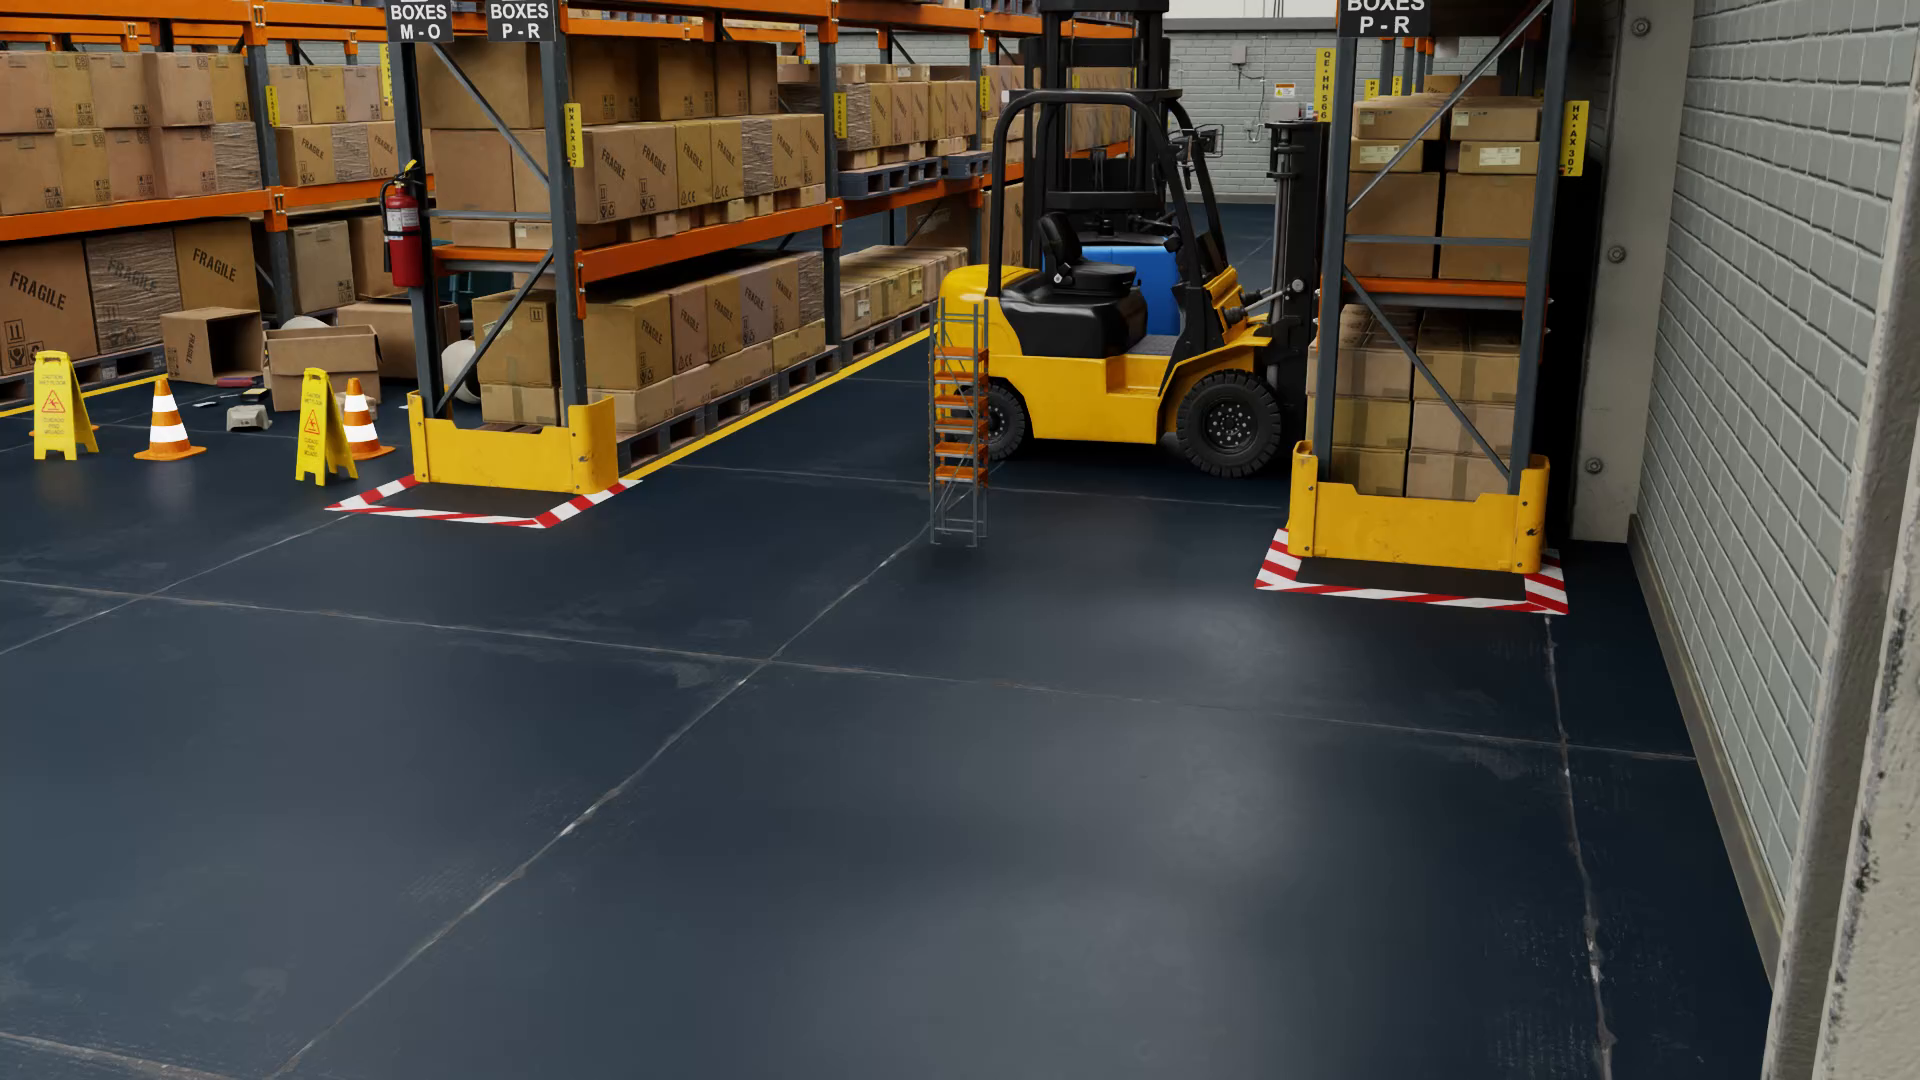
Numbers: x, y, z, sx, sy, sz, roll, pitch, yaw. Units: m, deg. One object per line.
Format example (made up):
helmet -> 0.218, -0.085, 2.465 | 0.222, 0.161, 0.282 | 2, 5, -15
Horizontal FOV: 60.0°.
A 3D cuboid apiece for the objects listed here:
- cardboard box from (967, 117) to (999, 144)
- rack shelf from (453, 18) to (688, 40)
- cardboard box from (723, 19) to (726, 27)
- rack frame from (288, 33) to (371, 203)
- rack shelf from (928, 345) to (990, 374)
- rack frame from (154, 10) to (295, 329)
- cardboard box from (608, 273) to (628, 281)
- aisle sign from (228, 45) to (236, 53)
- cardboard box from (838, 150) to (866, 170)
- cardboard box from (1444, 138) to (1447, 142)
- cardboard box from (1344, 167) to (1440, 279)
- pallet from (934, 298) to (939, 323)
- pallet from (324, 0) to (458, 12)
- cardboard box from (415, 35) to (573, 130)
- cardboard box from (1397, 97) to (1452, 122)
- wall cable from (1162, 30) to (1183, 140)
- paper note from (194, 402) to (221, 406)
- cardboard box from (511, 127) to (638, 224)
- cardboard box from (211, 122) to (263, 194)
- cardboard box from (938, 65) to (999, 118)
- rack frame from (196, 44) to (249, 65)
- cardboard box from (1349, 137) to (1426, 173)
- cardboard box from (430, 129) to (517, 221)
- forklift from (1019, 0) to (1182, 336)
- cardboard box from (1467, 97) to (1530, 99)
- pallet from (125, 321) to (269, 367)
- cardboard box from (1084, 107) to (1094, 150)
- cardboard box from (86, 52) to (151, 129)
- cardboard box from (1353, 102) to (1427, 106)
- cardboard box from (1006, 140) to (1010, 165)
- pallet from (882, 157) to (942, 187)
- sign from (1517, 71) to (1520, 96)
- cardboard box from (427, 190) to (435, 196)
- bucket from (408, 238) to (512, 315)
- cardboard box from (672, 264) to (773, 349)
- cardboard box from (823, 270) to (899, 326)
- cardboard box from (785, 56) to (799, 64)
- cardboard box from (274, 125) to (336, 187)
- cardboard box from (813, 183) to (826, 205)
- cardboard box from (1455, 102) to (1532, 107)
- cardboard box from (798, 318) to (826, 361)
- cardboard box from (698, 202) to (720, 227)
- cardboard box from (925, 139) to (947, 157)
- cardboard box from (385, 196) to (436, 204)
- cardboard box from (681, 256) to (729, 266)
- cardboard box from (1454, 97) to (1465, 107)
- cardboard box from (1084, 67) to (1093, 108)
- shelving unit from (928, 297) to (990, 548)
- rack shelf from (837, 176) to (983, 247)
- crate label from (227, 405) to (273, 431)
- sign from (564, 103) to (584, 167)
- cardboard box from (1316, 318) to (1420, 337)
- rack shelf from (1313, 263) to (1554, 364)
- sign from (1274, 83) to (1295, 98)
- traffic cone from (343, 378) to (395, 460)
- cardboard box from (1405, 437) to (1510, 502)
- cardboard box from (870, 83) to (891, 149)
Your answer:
cardboard box -> 0.094, -4.135, 16.771 | 0.500, 0.250, 0.500 | 5, 16, 15
rack shelf -> -4.493, -5.831, 19.212 | 1.077, 0.370, 4.000 | 5, 16, 16
cardboard box -> -3.406, -6.861, 21.799 | 0.500, 0.250, 0.500 | 4, 16, 15
rack frame -> -8.651, -5.669, 22.817 | 1.000, 3.000, 0.127 | 5, 16, 16
rack shelf -> -0.004, -0.877, 8.066 | 0.258, 0.103, 0.180 | 5, 16, 16
rack frame -> -6.198, -3.164, 13.989 | 1.000, 3.000, 0.127 | 5, 16, 16
cardboard box -> -2.391, -1.778, 10.807 | 0.380, 0.149, 0.250 | 5, 17, 18
aisle sign -> -11.962, -8.346, 27.493 | 0.394, 0.787, 0.004 | 5, 16, 16
cardboard box -> -0.963, -3.008, 13.129 | 0.380, 0.149, 0.250 | 5, 17, 17
cardboard box -> 3.231, -2.740, 11.850 | 0.500, 0.250, 0.500 | 4, 16, 15
cardboard box -> 2.088, -1.574, 8.198 | 0.500, 0.500, 0.500 | 4, 16, 15
pallet -> -0.510, -2.308, 16.079 | 1.003, 0.211, 1.213 | 5, 16, 16
pallet -> -5.508, -5.098, 15.654 | 1.003, 0.211, 1.213 | 5, 17, 18
cardboard box -> -2.624, -2.583, 9.380 | 0.700, 0.500, 0.500 | 4, 16, 15
cardboard box -> 2.910, -2.723, 10.516 | 0.380, 0.149, 0.250 | 4, 16, 15
wall cable -> 3.567, -7.927, 28.862 | 0.585, 1.953, 0.123 | 5, 16, 16
paper note -> -5.273, -0.956, 11.649 | 0.144, 0.017, 0.142 | 11, 19, 35
cardboard box -> -2.159, -2.054, 9.346 | 0.500, 0.500, 0.500 | 4, 16, 15
cardboard box -> -6.291, -3.139, 13.625 | 0.875, 0.550, 0.550 | 5, 16, 16
cardboard box -> 0.088, -4.493, 16.656 | 0.500, 0.500, 0.500 | 4, 16, 14
rack frame -> -12.263, -7.099, 27.861 | 1.000, 3.000, 0.127 | 5, 16, 16
cardboard box -> 2.030, -1.849, 7.980 | 0.380, 0.149, 0.250 | 5, 17, 17
cardboard box -> -2.670, -2.115, 9.561 | 0.500, 0.500, 0.500 | 4, 16, 15
forklift -> 1.015, -2.827, 12.926 | 1.130, 2.935, 3.031 | 0, 16, -2
cardboard box -> 3.362, -2.687, 10.388 | 0.380, 0.149, 0.250 | 4, 16, 15
pallet -> -6.489, -1.630, 13.690 | 1.003, 0.211, 1.213 | 5, 16, 16
cardboard box -> 1.381, -5.182, 20.919 | 0.500, 0.500, 0.500 | 5, 17, 16
cardboard box -> -6.666, -3.379, 12.491 | 0.875, 0.550, 0.550 | 5, 16, 16
cardboard box -> 2.298, -2.264, 8.896 | 0.380, 0.149, 0.250 | 5, 17, 17
cardboard box -> 0.223, -4.026, 17.300 | 0.500, 0.250, 0.500 | 4, 16, 14
pallet -> -0.810, -3.240, 14.608 | 1.003, 0.211, 1.213 | 5, 16, 16
sign -> 6.143, -5.031, 18.448 | 0.100, 0.325, 0.005 | 5, 16, 16
cardboard box -> -8.131, -5.250, 24.467 | 0.875, 0.875, 0.875 | 5, 16, 16
bucket -> -4.026, -2.107, 13.472 | 0.726, 0.611, 0.620 | 11, 9, 35
cardboard box -> -1.621, -1.605, 11.385 | 0.500, 0.500, 0.500 | 6, 17, 19
cardboard box -> -1.076, -2.071, 14.179 | 0.950, 0.372, 0.625 | 6, 17, 19
cardboard box -> -2.679, -6.837, 24.377 | 0.500, 0.500, 0.500 | 4, 16, 15
cardboard box -> -5.790, -3.329, 14.387 | 0.500, 0.500, 0.500 | 5, 17, 16
cardboard box -> -1.222, -2.578, 12.383 | 0.380, 0.149, 0.250 | 4, 16, 15
cardboard box -> 2.804, -2.222, 8.748 | 0.380, 0.149, 0.250 | 5, 17, 18
cardboard box -> -1.334, -1.511, 12.428 | 0.500, 0.250, 0.500 | 5, 17, 18
cardboard box -> -1.775, -2.116, 10.754 | 0.380, 0.149, 0.250 | 4, 16, 14
cardboard box -> -0.334, -3.547, 15.029 | 0.380, 0.149, 0.250 | 5, 17, 17
cardboard box -> -5.321, -3.178, 17.391 | 1.050, 0.750, 0.750 | 4, 16, 15
cardboard box -> -1.991, -1.773, 11.977 | 0.500, 0.500, 0.500 | 5, 17, 18
cardboard box -> 4.770, -3.842, 15.426 | 0.500, 0.500, 0.500 | 5, 17, 18
cardboard box -> 1.367, -5.667, 20.795 | 0.500, 0.500, 0.500 | 4, 16, 15
shelving unit -> -0.004, -0.573, 8.152 | 0.258, 1.200, 0.189 | 5, 16, 16
rack shelf -> -0.855, -2.984, 14.672 | 1.077, 0.370, 4.000 | 5, 16, 16
crate label -> -4.672, -0.804, 10.911 | 0.250, 0.136, 0.298 | -4, 16, -13
sign -> -2.040, -2.135, 8.773 | 0.100, 0.325, 0.005 | 5, 16, 16
cardboard box -> 2.171, -1.016, 8.850 | 0.500, 0.250, 0.500 | 5, 17, 17
rack shelf -> 2.768, -1.554, 9.629 | 1.077, 0.370, 4.000 | 5, 16, 16
sign -> 5.545, -7.678, 28.390 | 0.339, 0.242, 0.001 | 5, 16, 16
traffic cone -> -3.675, -0.753, 10.135 | 0.336, 0.463, 0.334 | 5, 16, 16
cardboard box -> 2.527, -0.369, 8.403 | 0.500, 0.250, 0.500 | 5, 16, 16
cardboard box -> -0.873, -3.432, 13.434 | 0.500, 0.500, 0.500 | 5, 16, 16
